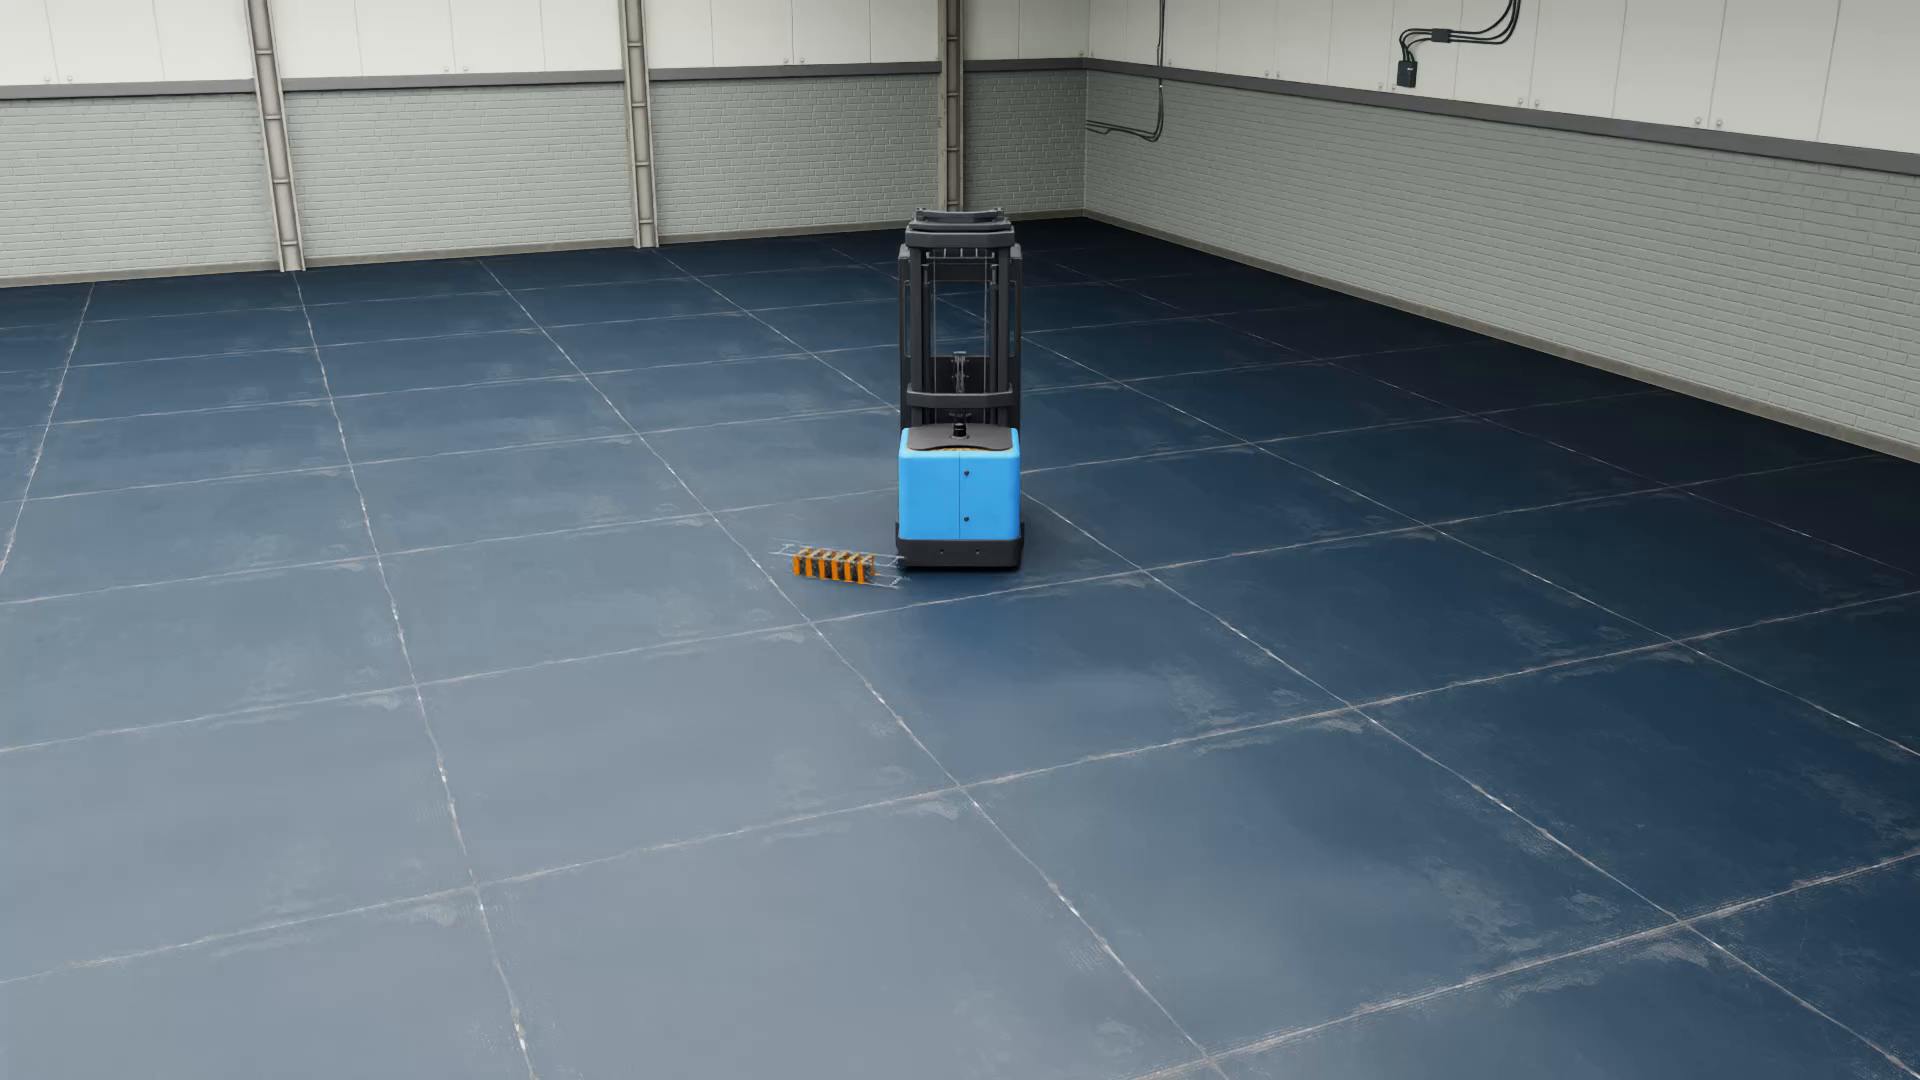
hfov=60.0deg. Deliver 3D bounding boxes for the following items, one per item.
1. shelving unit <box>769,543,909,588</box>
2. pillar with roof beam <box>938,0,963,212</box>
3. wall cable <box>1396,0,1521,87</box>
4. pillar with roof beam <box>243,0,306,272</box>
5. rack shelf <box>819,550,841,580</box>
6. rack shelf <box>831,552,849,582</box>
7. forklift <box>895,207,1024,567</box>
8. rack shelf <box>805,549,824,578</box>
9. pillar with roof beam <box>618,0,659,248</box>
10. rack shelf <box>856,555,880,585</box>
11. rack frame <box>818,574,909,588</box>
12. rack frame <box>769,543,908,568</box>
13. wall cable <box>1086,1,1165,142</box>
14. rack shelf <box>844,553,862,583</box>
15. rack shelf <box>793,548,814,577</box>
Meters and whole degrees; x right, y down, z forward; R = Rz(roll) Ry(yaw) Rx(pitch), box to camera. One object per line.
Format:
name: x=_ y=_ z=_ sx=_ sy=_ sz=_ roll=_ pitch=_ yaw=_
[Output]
shelving unit: x=-1.033 y=0.216 z=14.117 sx=1.200 sy=0.189 sz=0.258 roll=6 pitch=21 yaw=21
pillar with roof beam: x=1.527 y=-9.047 z=27.167 sx=0.400 sy=9.000 sz=9.100 roll=-8 pitch=21 yaw=-22
wall cable: x=6.796 y=-9.051 z=22.058 sx=0.169 sy=6.003 sz=2.305 roll=-8 pitch=21 yaw=-22
pillar with roof beam: x=-9.492 y=-7.469 z=22.684 sx=0.400 sy=9.000 sz=9.100 roll=-8 pitch=21 yaw=-22
rack shelf: x=-1.103 y=0.209 z=14.144 sx=0.103 sy=0.180 sz=0.258 roll=6 pitch=21 yaw=21
rack shelf: x=-0.992 y=0.220 z=14.101 sx=0.103 sy=0.180 sz=0.258 roll=6 pitch=21 yaw=21
forklift: x=0.003 y=-1.591 z=15.127 sx=1.130 sy=2.935 sz=3.031 roll=0 pitch=19 yaw=0
rack shelf: x=-1.214 y=0.197 z=14.187 sx=0.103 sy=0.180 sz=0.258 roll=6 pitch=21 yaw=21
pillar with roof beam: x=-3.983 y=-8.258 z=24.926 sx=0.400 sy=9.000 sz=9.100 roll=-8 pitch=21 yaw=-22
rack shelf: x=-0.769 y=0.244 z=14.015 sx=0.103 sy=0.180 sz=0.258 roll=6 pitch=21 yaw=21
rack frame: x=-1.030 y=0.302 z=14.148 sx=1.200 sy=0.006 sz=0.240 roll=6 pitch=21 yaw=21
rack frame: x=-1.036 y=0.130 z=14.086 sx=1.200 sy=0.006 sz=0.240 roll=6 pitch=21 yaw=21
wall cable: x=3.050 y=-8.880 z=31.367 sx=0.112 sy=2.526 sz=3.097 roll=-8 pitch=21 yaw=-22
rack shelf: x=-0.880 y=0.232 z=14.058 sx=0.103 sy=0.180 sz=0.258 roll=6 pitch=21 yaw=21
rack shelf: x=-1.326 y=0.185 z=14.230 sx=0.103 sy=0.180 sz=0.258 roll=6 pitch=21 yaw=21
